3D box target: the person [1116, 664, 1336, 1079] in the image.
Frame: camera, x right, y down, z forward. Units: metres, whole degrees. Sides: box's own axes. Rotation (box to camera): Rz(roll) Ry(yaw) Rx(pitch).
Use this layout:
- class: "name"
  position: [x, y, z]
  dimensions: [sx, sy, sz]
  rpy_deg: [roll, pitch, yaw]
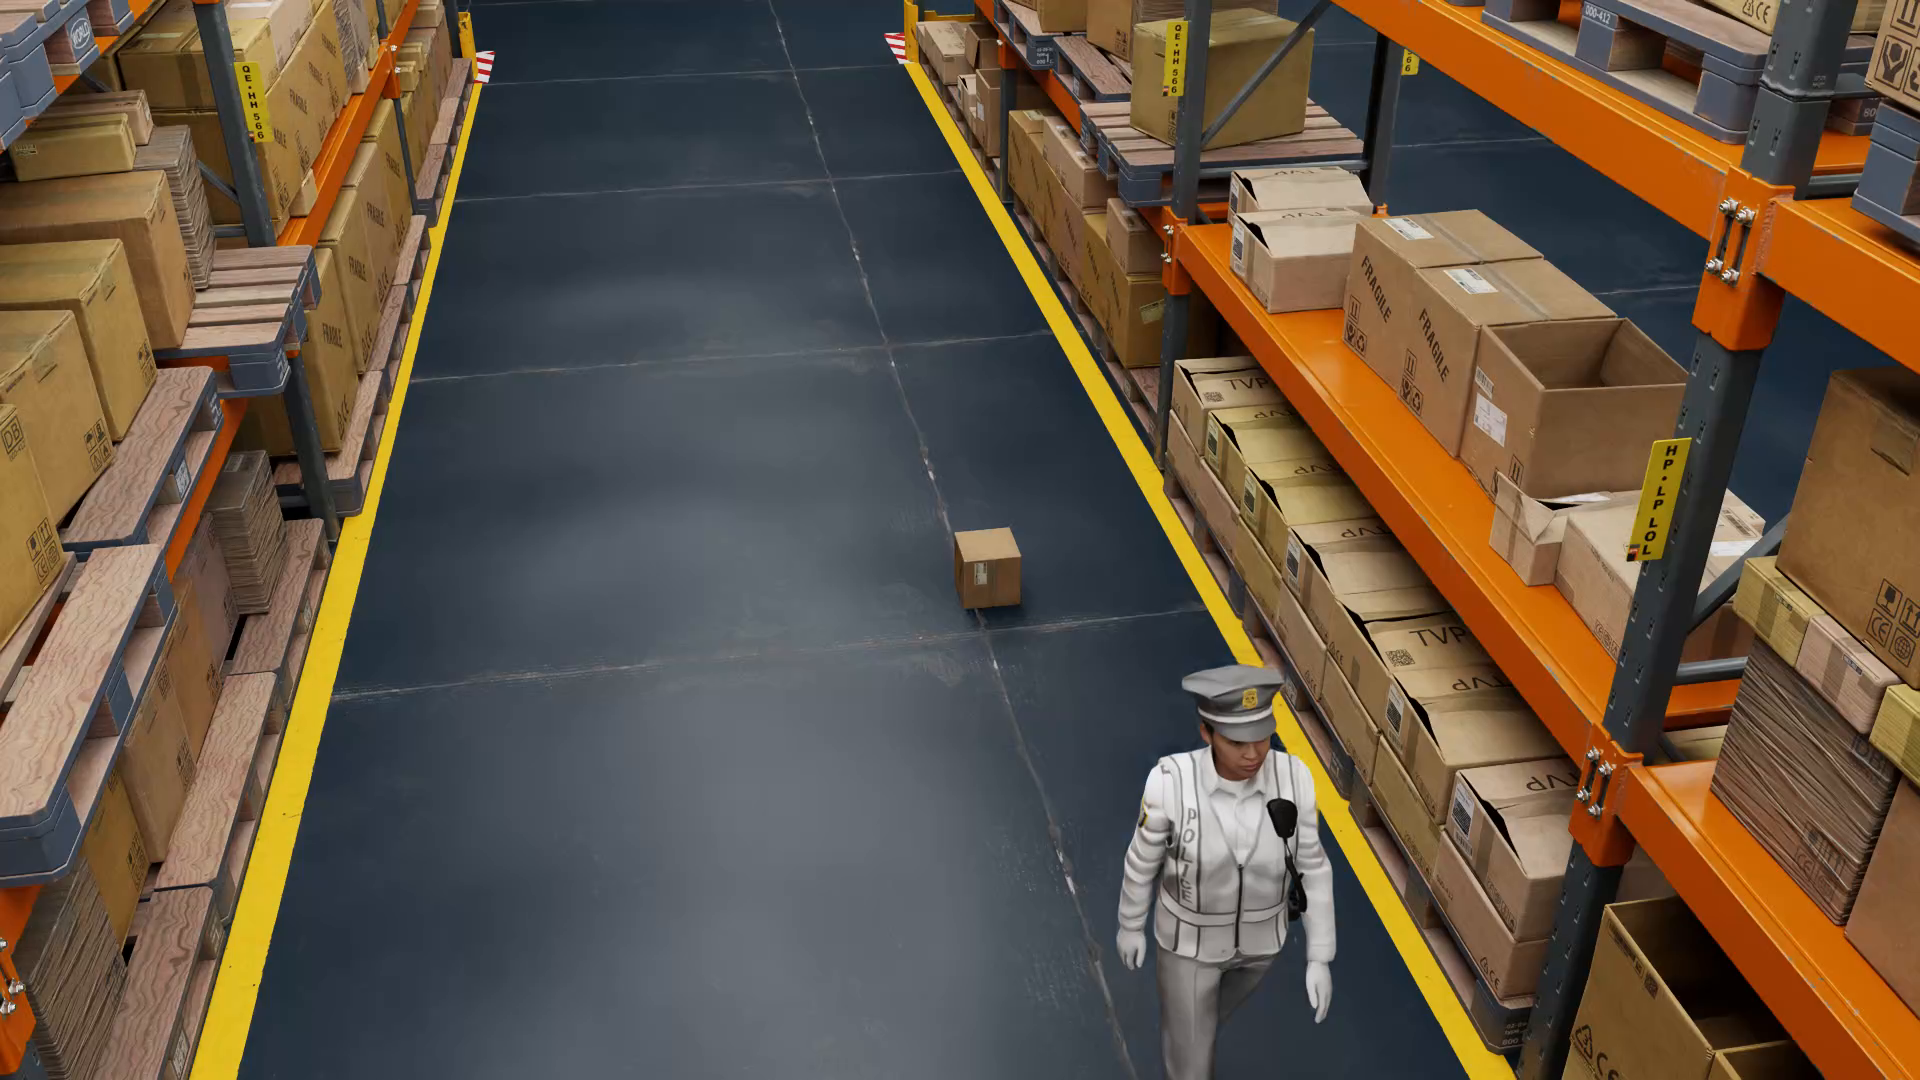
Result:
- class: "person"
  position: [0.707, 1.076, 4.291]
  dimensions: [0.519, 1.671, 0.866]
  rpy_deg: [-5, 31, -8]
